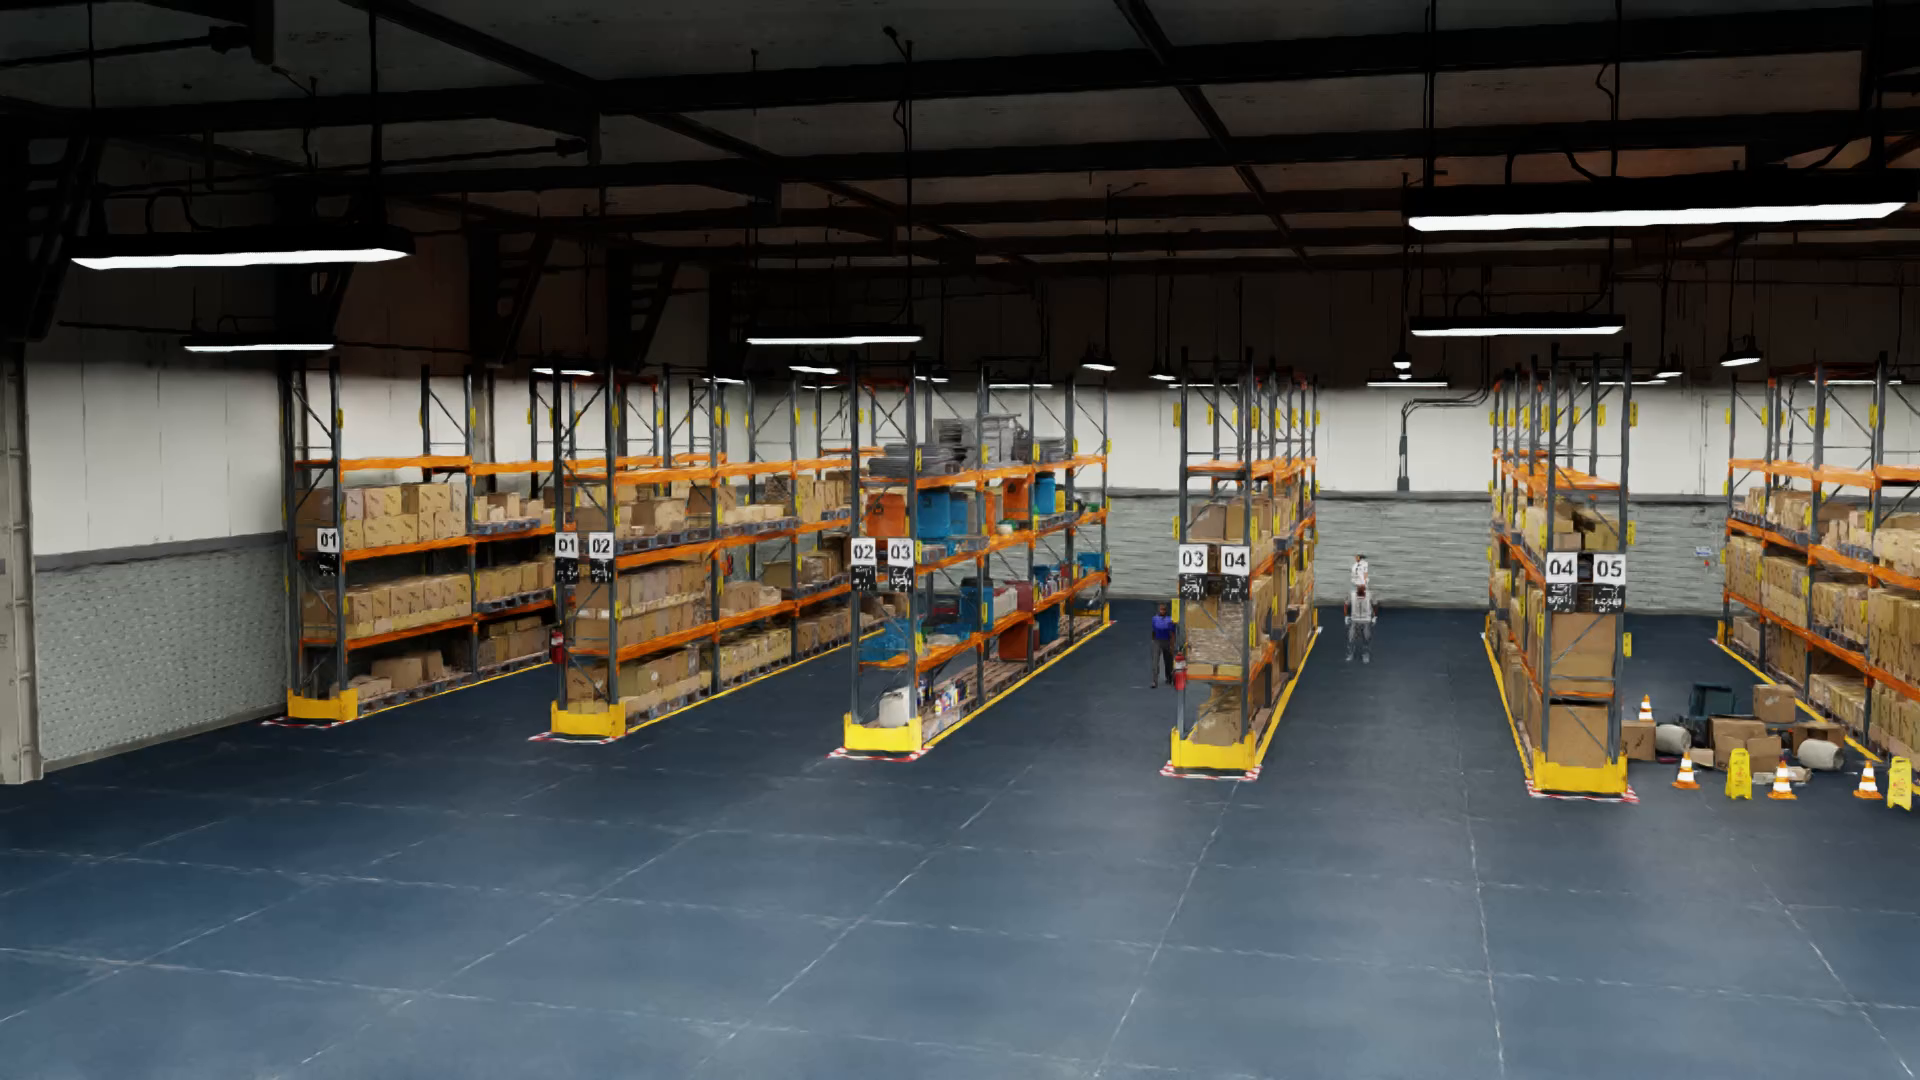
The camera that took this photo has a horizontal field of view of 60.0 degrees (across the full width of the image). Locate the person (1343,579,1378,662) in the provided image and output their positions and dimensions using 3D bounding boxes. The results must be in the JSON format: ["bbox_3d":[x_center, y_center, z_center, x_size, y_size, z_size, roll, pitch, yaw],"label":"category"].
[{"bbox_3d":[8.190,1.645,34.044,0.702,1.735,0.549,1,4,14],"label":"person"}]

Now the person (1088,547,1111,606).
[{"bbox_3d":[3.714,0.975,44.069,0.583,1.588,0.471,-2,5,-29],"label":"person"}]

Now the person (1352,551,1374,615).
[{"bbox_3d":[10.125,1.100,41.804,0.475,1.656,0.657,-1,4,-14],"label":"person"}]

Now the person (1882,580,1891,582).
[{"bbox_3d":[20.232,1.459,36.339,0.630,1.767,0.685,0,4,-6],"label":"person"}]

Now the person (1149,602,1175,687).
[{"bbox_3d":[3.779,1.927,30.948,0.445,1.574,1.091,1,4,13],"label":"person"}]
